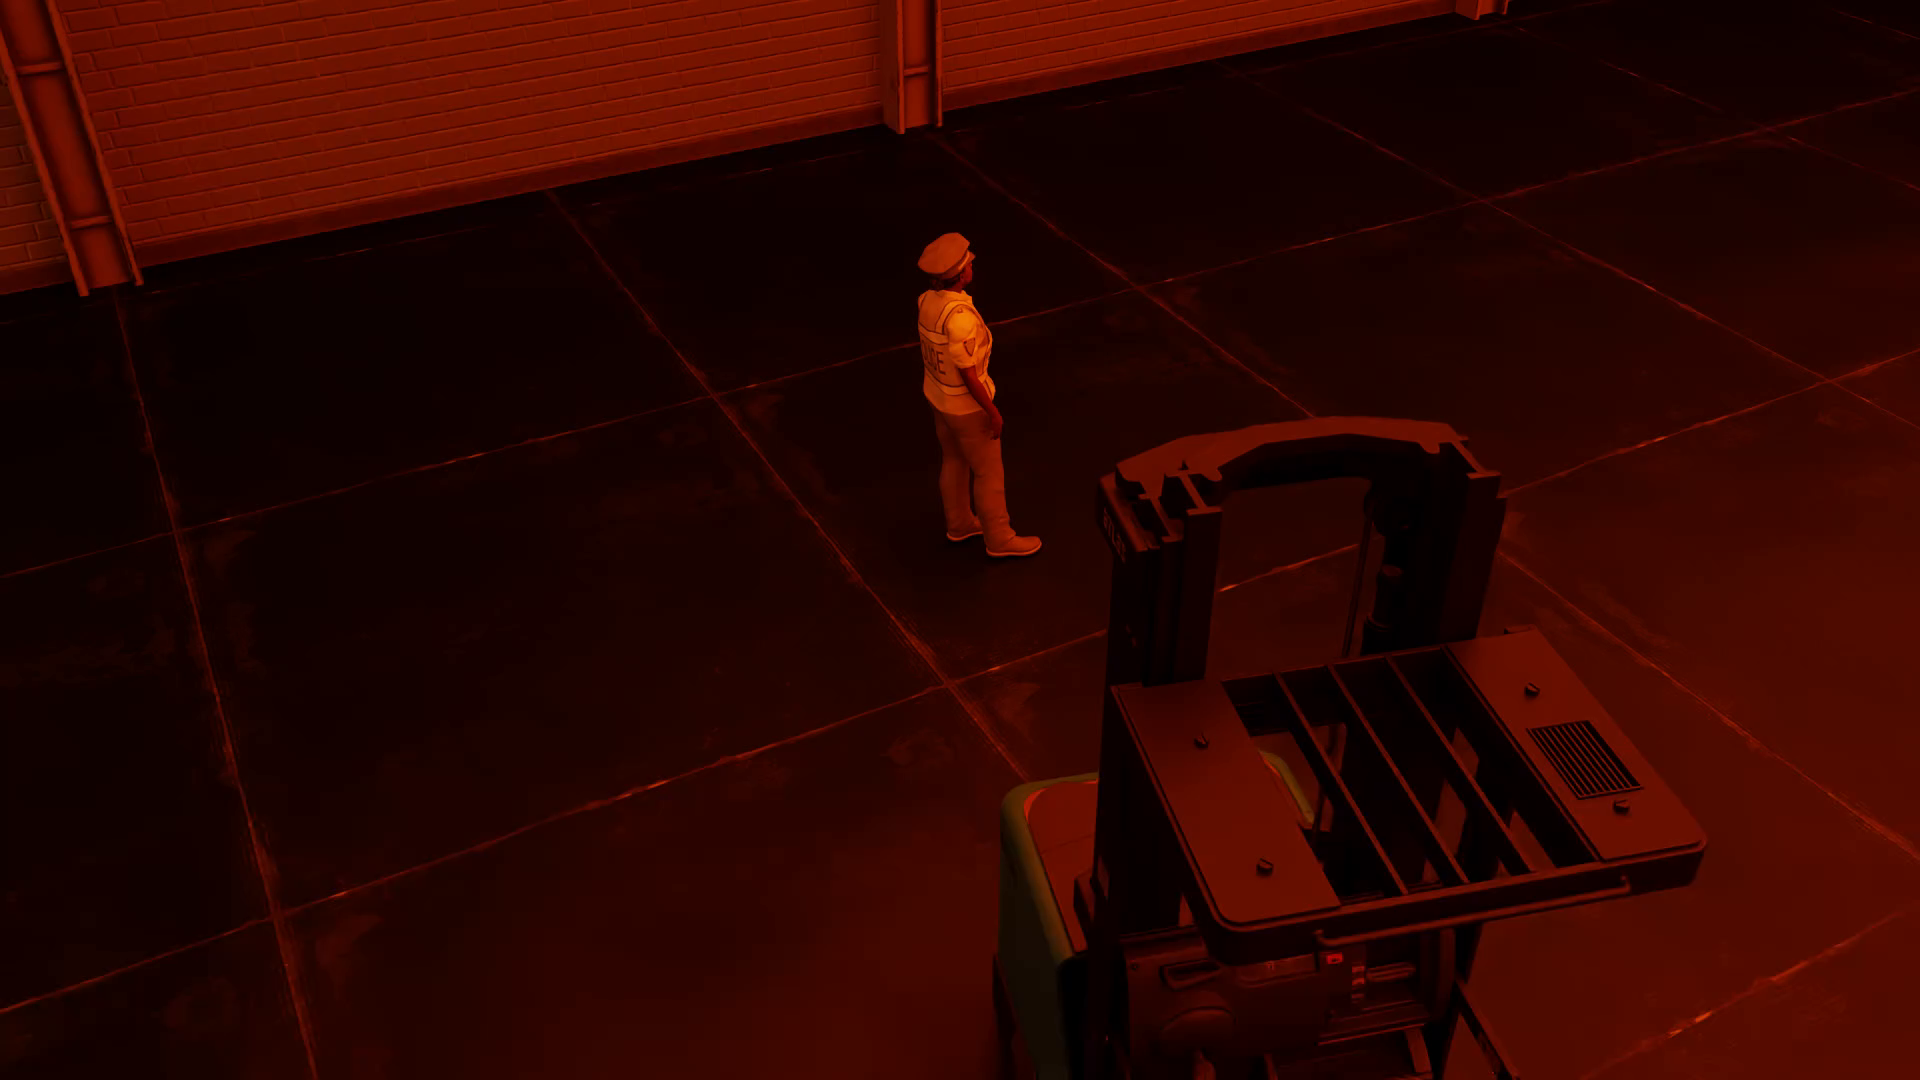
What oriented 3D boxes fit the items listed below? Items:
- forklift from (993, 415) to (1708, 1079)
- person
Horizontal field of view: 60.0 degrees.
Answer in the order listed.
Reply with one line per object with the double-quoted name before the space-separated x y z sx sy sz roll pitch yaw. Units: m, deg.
"forklift" 0.942 1.282 4.309 1.130 2.935 3.031 -7 36 -10
"person" 0.075 -0.708 8.183 0.530 1.695 0.569 -17 39 -23
